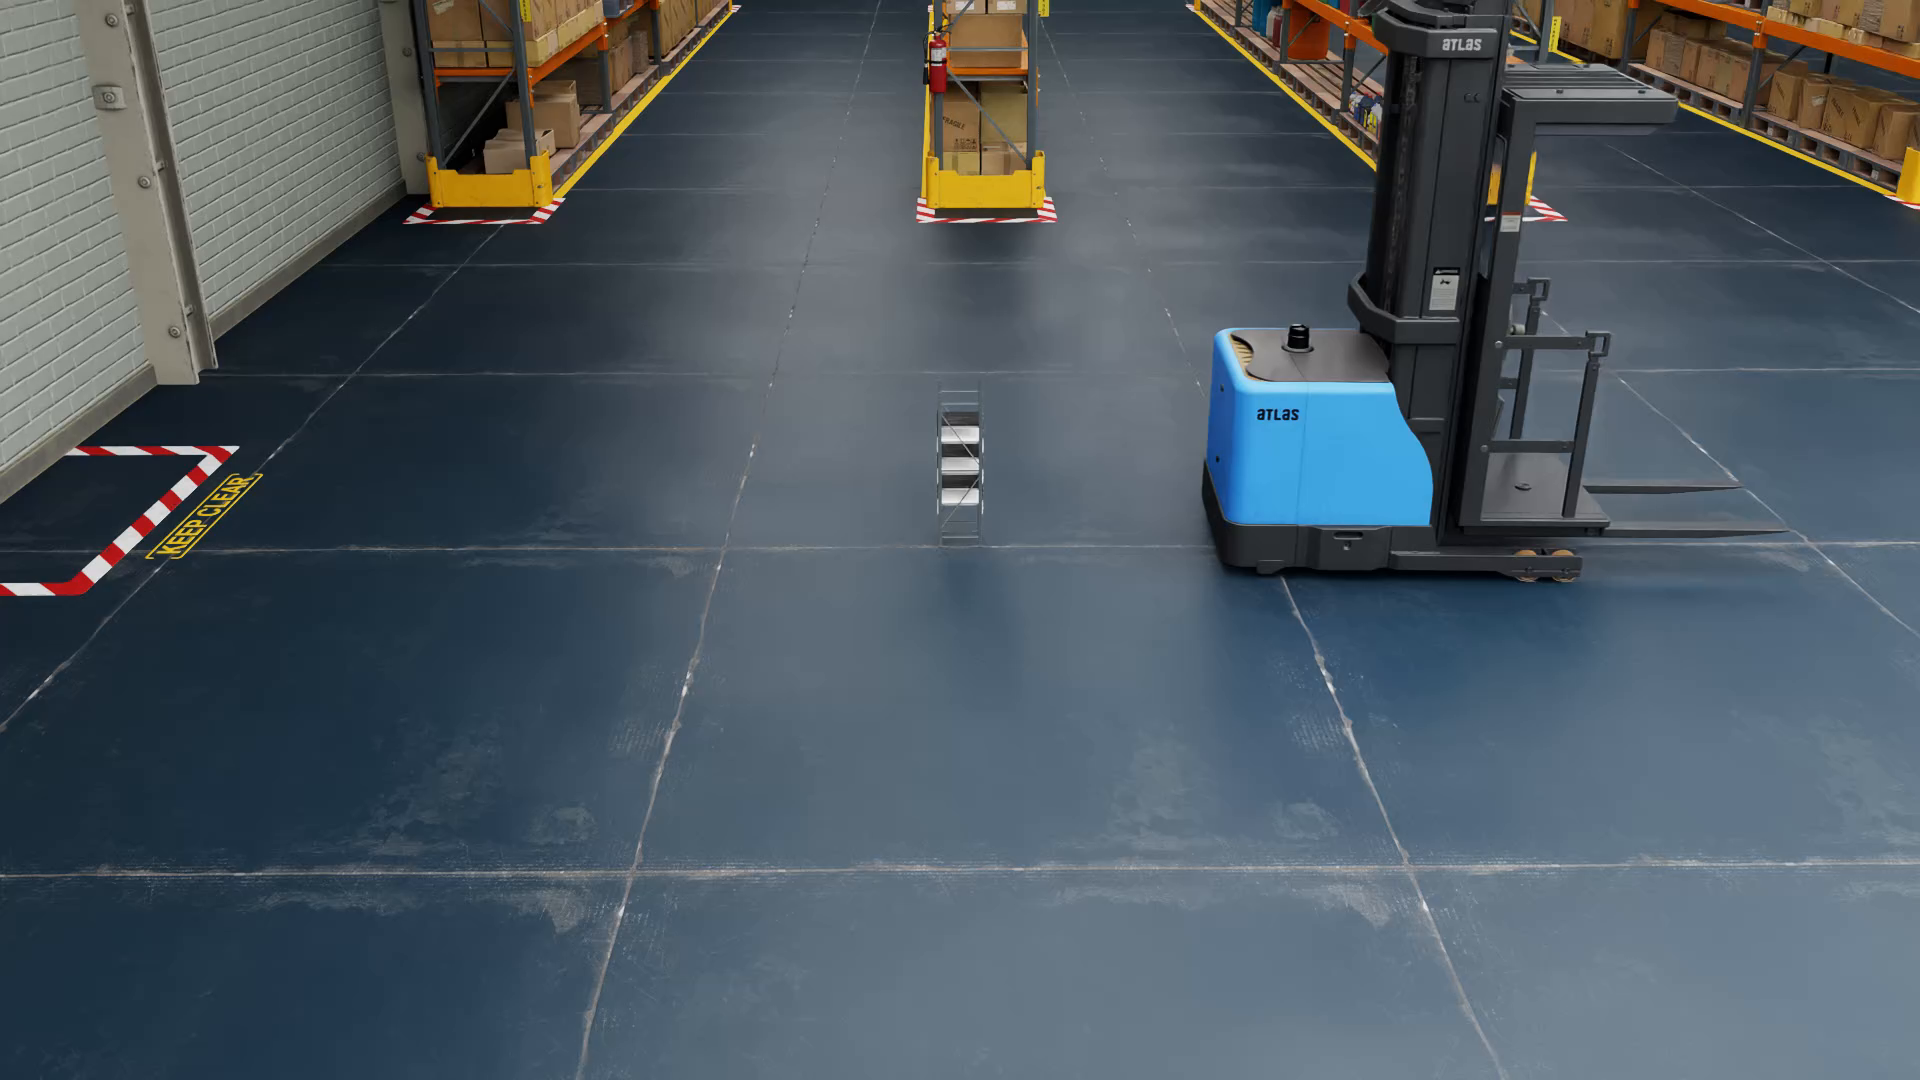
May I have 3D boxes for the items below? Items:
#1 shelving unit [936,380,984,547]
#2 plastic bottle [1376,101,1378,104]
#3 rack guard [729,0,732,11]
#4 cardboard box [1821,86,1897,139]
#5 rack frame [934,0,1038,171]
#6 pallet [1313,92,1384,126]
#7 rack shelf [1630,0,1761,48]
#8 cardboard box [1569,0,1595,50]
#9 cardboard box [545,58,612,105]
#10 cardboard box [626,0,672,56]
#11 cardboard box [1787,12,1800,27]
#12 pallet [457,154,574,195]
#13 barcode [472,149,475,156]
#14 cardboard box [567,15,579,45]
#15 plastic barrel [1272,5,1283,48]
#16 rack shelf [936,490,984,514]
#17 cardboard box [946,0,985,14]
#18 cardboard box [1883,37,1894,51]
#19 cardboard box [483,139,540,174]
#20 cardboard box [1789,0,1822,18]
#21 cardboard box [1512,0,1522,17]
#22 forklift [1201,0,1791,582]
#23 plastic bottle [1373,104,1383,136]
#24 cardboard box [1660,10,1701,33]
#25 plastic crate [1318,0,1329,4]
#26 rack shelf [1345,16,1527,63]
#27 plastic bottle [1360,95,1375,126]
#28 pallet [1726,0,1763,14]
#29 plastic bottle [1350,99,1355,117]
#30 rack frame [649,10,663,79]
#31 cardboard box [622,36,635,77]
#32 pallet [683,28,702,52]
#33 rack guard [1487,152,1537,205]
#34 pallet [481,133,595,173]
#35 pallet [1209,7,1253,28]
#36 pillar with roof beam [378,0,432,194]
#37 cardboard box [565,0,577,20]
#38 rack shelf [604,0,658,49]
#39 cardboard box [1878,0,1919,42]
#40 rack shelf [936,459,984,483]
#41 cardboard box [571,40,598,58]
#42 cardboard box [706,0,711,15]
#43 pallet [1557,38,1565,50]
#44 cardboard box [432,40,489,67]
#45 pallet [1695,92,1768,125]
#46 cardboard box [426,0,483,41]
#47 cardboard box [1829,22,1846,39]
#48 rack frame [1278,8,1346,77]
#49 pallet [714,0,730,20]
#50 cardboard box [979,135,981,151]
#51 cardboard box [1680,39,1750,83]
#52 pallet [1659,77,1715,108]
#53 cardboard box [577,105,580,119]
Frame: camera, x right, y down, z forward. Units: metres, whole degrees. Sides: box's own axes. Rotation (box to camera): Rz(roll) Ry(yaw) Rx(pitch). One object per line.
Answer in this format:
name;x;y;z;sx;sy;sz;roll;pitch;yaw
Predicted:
shelving unit;0.000;-0.413;9.072;0.258;0.900;0.210;0;24;-1
plastic bottle;4.873;-4.984;19.407;0.097;0.271;0.097;0;24;0
rack guard;-4.880;-10.192;31.178;1.175;0.500;0.348;0;24;-1
cardboard box;10.173;-4.839;18.833;0.500;0.500;0.500;-2;24;-5
rack frame;0.248;-4.752;16.116;1.000;3.000;0.127;0;24;-1
pallet;5.110;-5.474;21.096;1.003;0.211;1.213;0;24;-1
rack shelf;10.088;-6.939;21.826;1.077;0.370;4.000;0;24;-1
cardboard box;10.078;-7.966;25.292;1.225;0.875;0.875;0;24;0
cardboard box;-4.774;-5.741;20.803;0.700;0.500;0.500;1;24;1
cardboard box;-4.670;-7.540;24.380;0.750;0.750;0.750;-1;24;-1
cardboard box;9.832;-6.033;19.253;0.380;0.149;0.250;0;24;-1
pallet;-4.680;-3.824;17.448;1.003;0.211;1.213;0;24;-1
barcode;-5.023;-3.999;17.169;0.001;0.075;0.075;0;24;-1
cardboard box;-4.416;-5.503;17.936;0.500;0.250;0.500;0;24;0
plastic barrel;5.079;-7.828;25.336;0.600;0.588;0.708;0;24;-1
rack shelf;0.000;-0.219;9.160;0.258;0.077;0.200;0;24;-1
cardboard box;0.053;-5.249;16.308;0.380;0.149;0.250;-1;24;-1
cardboard box;9.939;-5.209;17.432;0.380;0.149;0.250;0;24;-1
cardboard box;-4.623;-3.989;17.158;0.500;0.311;0.500;-3;25;-7
cardboard box;10.023;-6.232;18.907;0.875;0.500;0.500;0;24;-1
cardboard box;10.086;-9.606;28.918;0.875;0.875;0.875;0;24;-1
forklift;2.906;-1.334;8.644;3.031;2.935;1.130;0;24;1
plastic bottle;4.760;-4.750;18.793;0.144;0.351;0.185;1;24;2
cardboard box;10.104;-7.218;23.160;0.500;0.250;0.500;1;24;2
plastic crate;4.856;-7.040;21.434;0.450;0.188;0.662;0;24;-1
rack shelf;5.179;-5.269;18.132;1.077;0.370;4.000;0;24;-1
plastic bottle;4.753;-5.002;19.350;0.144;0.351;0.185;-1;24;-3
pallet;10.247;-6.671;20.593;1.003;0.211;1.213;0;24;-1
plastic bottle;4.724;-5.171;19.905;0.097;0.201;0.097;0;24;0
rack frame;-4.793;-8.024;23.352;1.000;3.000;0.127;0;24;-1
cardboard box;-4.843;-6.577;22.651;0.700;0.500;0.500;0;24;-1
pallet;-4.753;-8.084;26.869;1.003;0.211;1.213;0;24;-1
rack guard;5.153;-3.665;16.746;1.175;0.500;0.348;0;24;-1
pallet;-4.690;-4.325;18.557;1.003;0.211;1.213;0;24;-1
pallet;5.007;-9.253;29.454;1.003;0.211;1.213;0;24;-1
pillar with roof beam;-1.273;-7.765;15.499;9.100;9.000;0.400;0;24;-1
cardboard box;-4.423;-5.838;17.765;0.500;0.500;0.500;0;24;1
rack shelf;-4.771;-6.872;21.678;1.077;0.370;4.000;0;24;-1
cardboard box;10.050;-5.408;17.085;0.875;0.500;0.500;0;24;-1
rack shelf;0.000;-0.383;9.086;0.258;0.077;0.200;0;24;-1
cardboard box;-4.782;-6.264;21.049;0.500;0.250;0.500;-1;24;-2
cardboard box;-4.748;-9.452;29.033;0.700;0.500;0.500;0;24;1
pallet;10.106;-8.151;27.017;1.003;0.211;1.213;0;24;-1
cardboard box;-4.904;-4.860;16.514;0.500;0.250;0.500;0;24;0
pallet;10.100;-5.493;21.139;1.003;0.211;1.213;0;24;-1
cardboard box;-4.923;-5.204;16.363;0.500;0.500;0.500;-1;24;-1
cardboard box;9.841;-5.620;18.342;0.380;0.149;0.250;0;24;-1
rack frame;5.114;-8.069;23.451;1.000;3.000;0.127;0;24;-1
pallet;-4.793;-9.721;30.488;1.003;0.211;1.213;0;24;-1
cardboard box;0.455;-4.118;17.543;0.500;0.250;0.500;0;24;-1
cardboard box;10.126;-6.415;22.292;0.700;0.500;0.500;2;24;4
pallet;10.084;-5.997;22.254;1.003;0.211;1.213;0;24;-1
cardboard box;-4.713;-5.065;19.714;0.380;0.166;0.250;-3;25;-7
